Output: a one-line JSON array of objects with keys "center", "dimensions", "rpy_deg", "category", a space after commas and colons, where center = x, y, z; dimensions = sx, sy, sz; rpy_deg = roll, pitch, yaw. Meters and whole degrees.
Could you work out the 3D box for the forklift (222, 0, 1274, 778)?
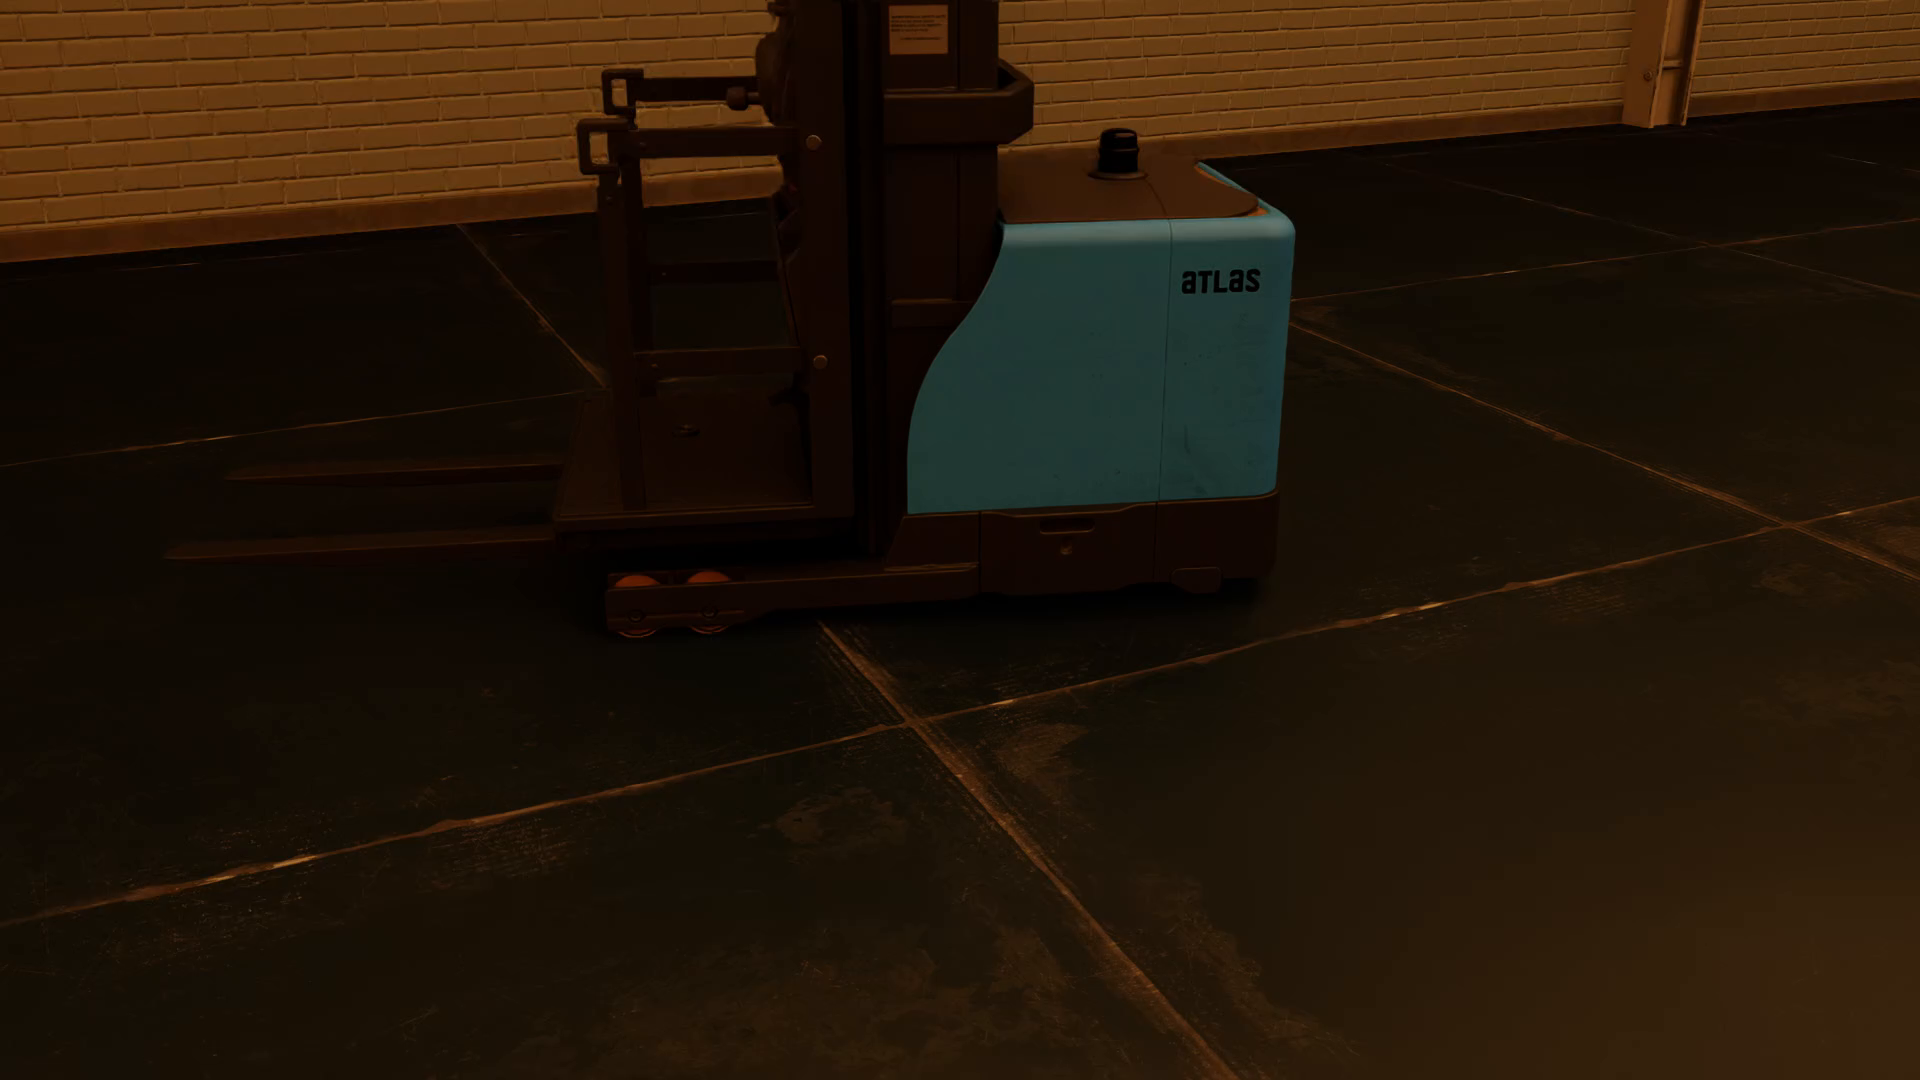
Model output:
[{"center": [-0.413, -1.182, 4.131], "dimensions": [1.130, 2.935, 3.031], "rpy_deg": [19, 29, 39], "category": "forklift"}]
